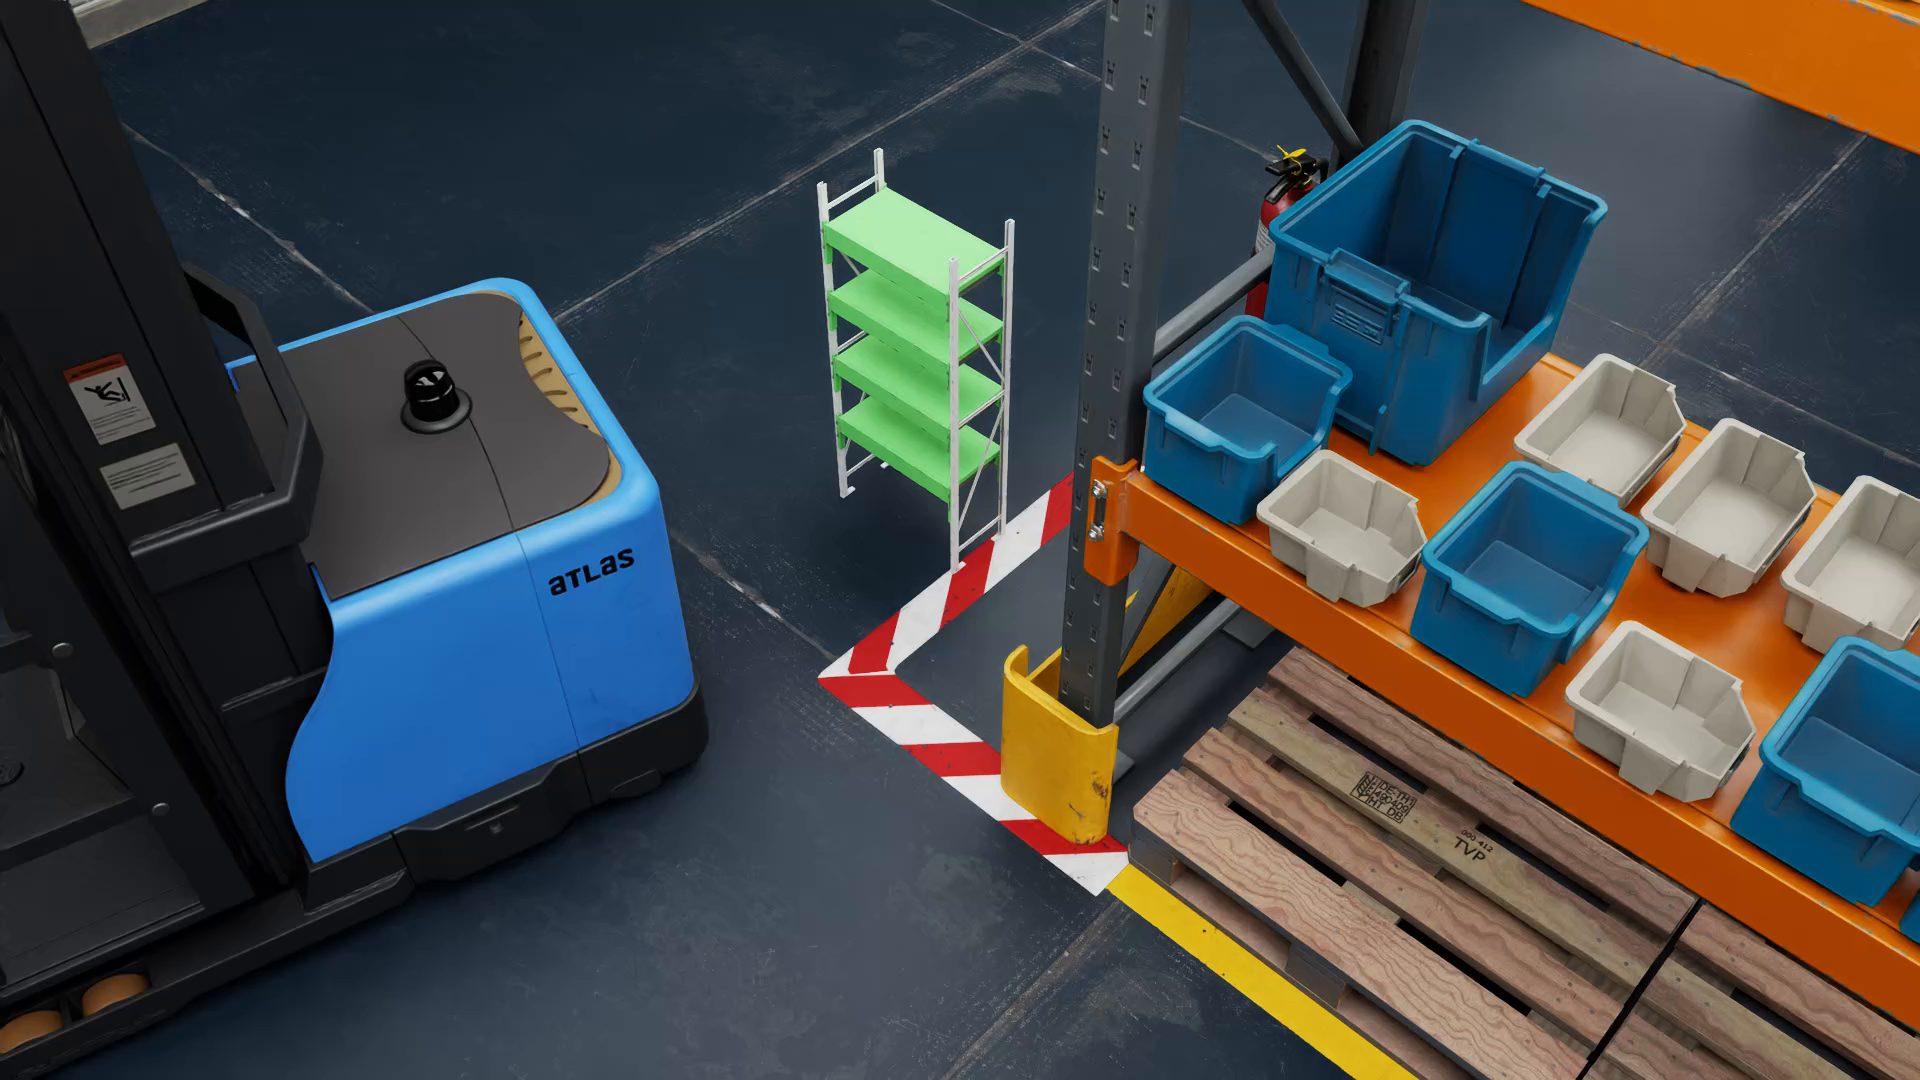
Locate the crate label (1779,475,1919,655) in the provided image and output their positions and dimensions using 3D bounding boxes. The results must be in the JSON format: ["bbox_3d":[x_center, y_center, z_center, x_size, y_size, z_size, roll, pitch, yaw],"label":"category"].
[{"bbox_3d":[1.781,0.075,3.262,0.243,0.136,0.396,34,55,28],"label":"crate label"}]

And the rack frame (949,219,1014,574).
[{"bbox_3d":[0.058,-0.372,4.776,0.015,1.200,0.240,34,55,28],"label":"rack frame"}]

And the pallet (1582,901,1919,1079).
[{"bbox_3d":[2.106,1.409,3.782,1.213,0.211,1.003,34,55,28],"label":"pallet"}]

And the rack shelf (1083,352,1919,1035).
[{"bbox_3d":[2.104,0.658,3.068,4.000,0.370,1.077,34,55,28],"label":"rack shelf"}]

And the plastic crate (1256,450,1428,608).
[{"bbox_3d":[0.772,-0.006,3.338,0.298,0.136,0.250,34,55,28],"label":"plastic crate"}]

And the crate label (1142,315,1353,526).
[{"bbox_3d":[0.593,-0.242,3.493,0.303,0.233,0.416,34,55,28],"label":"crate label"}]

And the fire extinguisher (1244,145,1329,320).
[{"bbox_3d":[0.832,-0.741,4.197,0.183,0.674,0.296,34,55,28],"label":"fire extinguisher"}]

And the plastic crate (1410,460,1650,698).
[{"bbox_3d":[1.076,0.084,3.188,0.300,0.233,0.416,34,55,28],"label":"plastic crate"}]

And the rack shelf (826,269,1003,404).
[{"bbox_3d":[-0.122,-0.613,4.761,0.480,0.148,0.258,34,55,28],"label":"rack shelf"}]

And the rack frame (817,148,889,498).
[{"bbox_3d":[-0.301,-0.613,5.003,0.015,1.200,0.240,34,55,28],"label":"rack frame"}]

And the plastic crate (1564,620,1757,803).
[{"bbox_3d":[1.271,0.329,3.023,0.298,0.136,0.250,34,55,28],"label":"plastic crate"}]

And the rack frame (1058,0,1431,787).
[{"bbox_3d":[0.634,-0.577,3.734,0.127,3.000,1.000,34,55,28],"label":"rack frame"}]

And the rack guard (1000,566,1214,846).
[{"bbox_3d":[0.608,0.274,4.650,0.348,0.500,1.175,34,55,28],"label":"rack guard"}]

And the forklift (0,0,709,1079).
[{"bbox_3d":[-2.233,-0.152,3.382,3.031,2.935,1.130,-23,51,-20],"label":"forklift"}]

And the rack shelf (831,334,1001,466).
[{"bbox_3d":[-0.122,-0.449,4.936,0.480,0.148,0.258,34,55,28],"label":"rack shelf"}]

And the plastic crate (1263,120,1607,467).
[{"bbox_3d":[1.007,-0.544,3.638,0.499,0.435,0.616,34,55,28],"label":"plastic crate"}]

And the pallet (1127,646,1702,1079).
[{"bbox_3d":[1.214,0.806,4.348,1.213,0.211,1.003,34,55,28],"label":"pallet"}]

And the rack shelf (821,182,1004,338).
[{"bbox_3d":[-0.122,-0.778,4.586,0.480,0.148,0.258,34,55,28],"label":"rack shelf"}]

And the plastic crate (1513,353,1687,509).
[{"bbox_3d":[1.357,-0.201,3.521,0.243,0.136,0.396,34,55,28],"label":"plastic crate"}]

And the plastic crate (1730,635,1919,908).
[{"bbox_3d":[1.560,0.409,2.882,0.300,0.233,0.416,34,55,28],"label":"plastic crate"}]

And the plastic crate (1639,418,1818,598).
[{"bbox_3d":[1.560,-0.050,3.379,0.243,0.136,0.396,34,55,28],"label":"plastic crate"}]

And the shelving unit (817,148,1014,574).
[{"bbox_3d":[-0.122,-0.493,4.889,0.503,1.200,0.258,34,55,28],"label":"shelving unit"}]

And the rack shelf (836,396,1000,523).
[{"bbox_3d":[-0.122,-0.285,5.111,0.480,0.148,0.258,34,55,28],"label":"rack shelf"}]

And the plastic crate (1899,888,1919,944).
[{"bbox_3d":[1.781,0.558,2.743,0.300,0.233,0.416,34,55,28],"label":"plastic crate"}]
